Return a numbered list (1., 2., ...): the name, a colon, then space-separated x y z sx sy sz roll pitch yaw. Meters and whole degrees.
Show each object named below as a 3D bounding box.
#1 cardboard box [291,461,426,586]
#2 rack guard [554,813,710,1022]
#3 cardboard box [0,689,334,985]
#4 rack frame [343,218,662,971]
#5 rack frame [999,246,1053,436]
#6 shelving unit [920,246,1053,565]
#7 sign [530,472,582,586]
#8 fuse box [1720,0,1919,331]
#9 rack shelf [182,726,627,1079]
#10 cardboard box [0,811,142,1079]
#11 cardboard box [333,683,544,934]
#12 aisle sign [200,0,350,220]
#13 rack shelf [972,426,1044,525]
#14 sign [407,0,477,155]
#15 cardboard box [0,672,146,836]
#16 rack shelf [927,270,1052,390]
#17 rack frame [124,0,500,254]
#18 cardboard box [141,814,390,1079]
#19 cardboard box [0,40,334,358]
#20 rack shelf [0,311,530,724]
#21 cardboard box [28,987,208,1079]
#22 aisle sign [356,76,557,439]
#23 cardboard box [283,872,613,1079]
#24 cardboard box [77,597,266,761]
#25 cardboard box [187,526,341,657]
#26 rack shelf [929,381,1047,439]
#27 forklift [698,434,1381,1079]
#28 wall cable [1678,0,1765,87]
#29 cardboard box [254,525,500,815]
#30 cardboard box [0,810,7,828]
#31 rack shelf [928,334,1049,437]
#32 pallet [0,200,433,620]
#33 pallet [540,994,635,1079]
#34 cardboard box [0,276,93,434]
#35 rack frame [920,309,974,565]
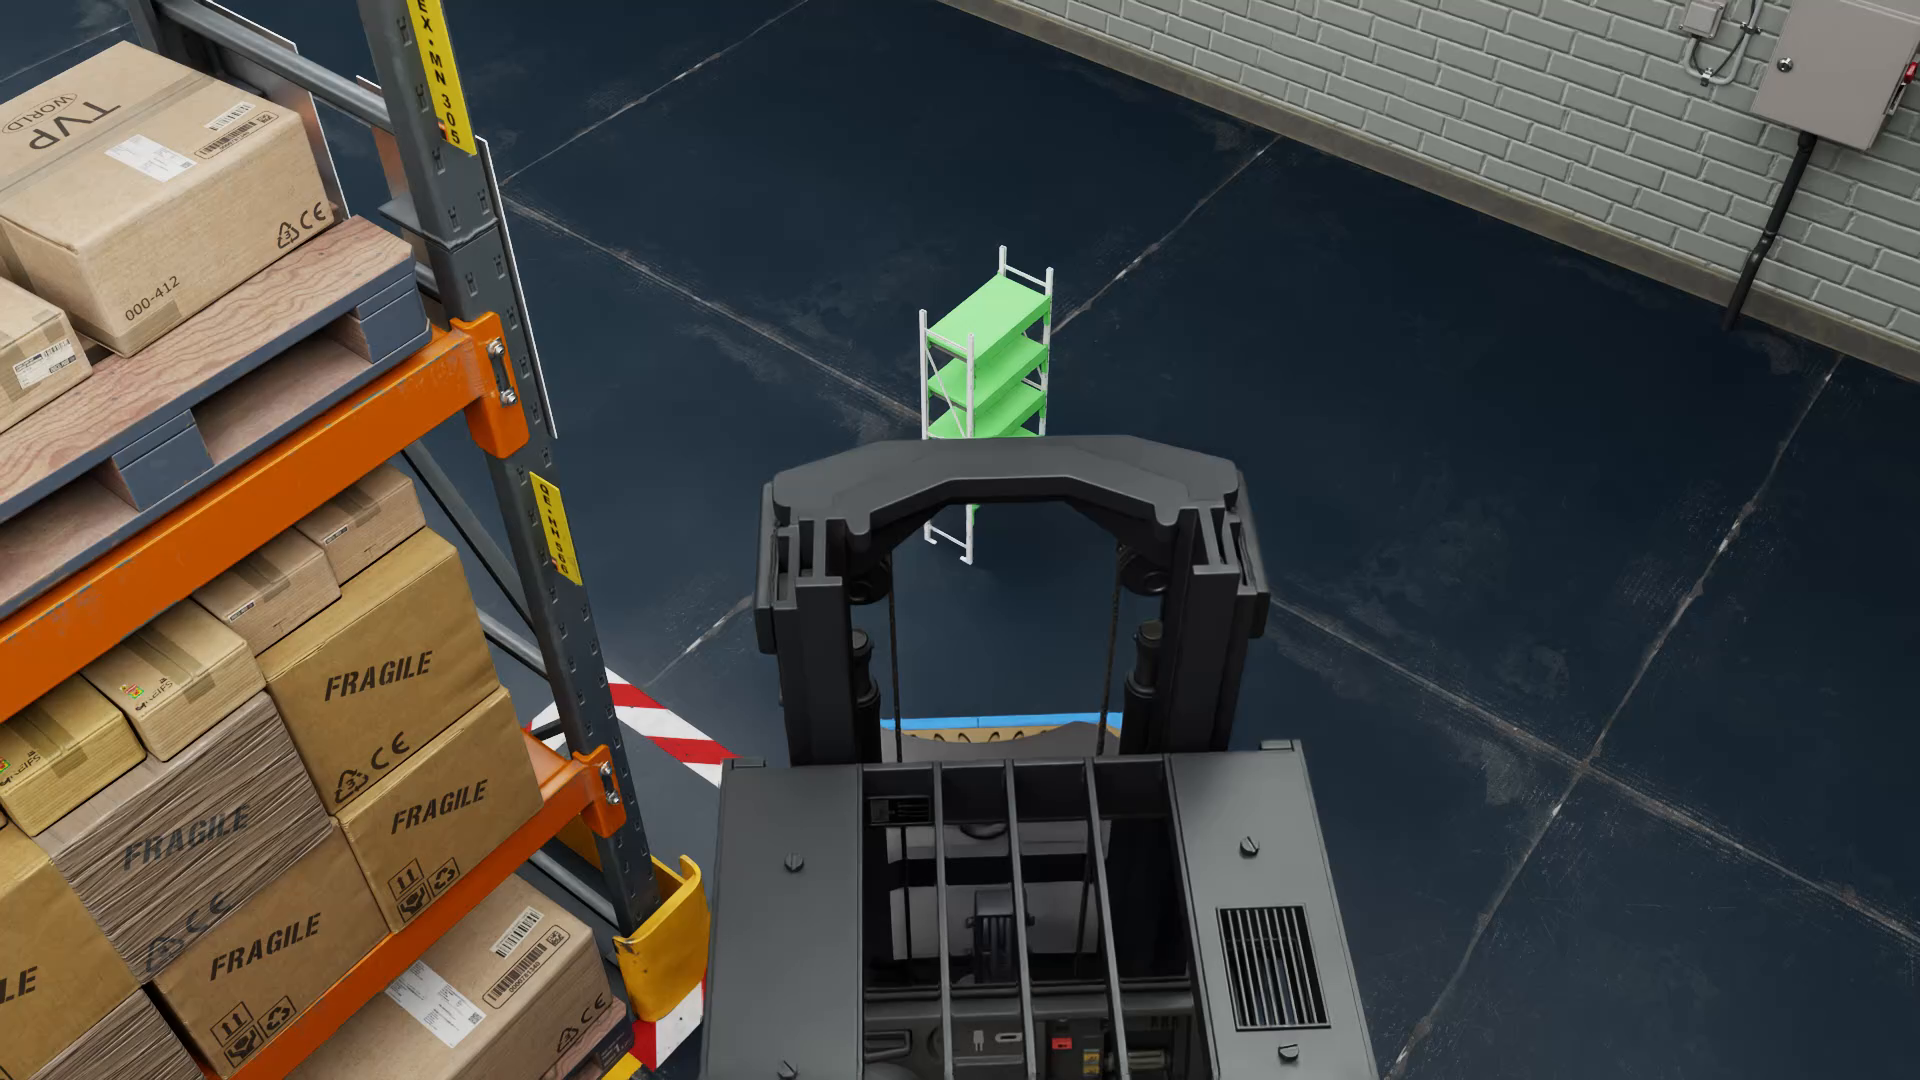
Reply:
1. cardboard box: -1.430 -0.100 3.726 0.380 0.149 0.250 30 53 25
2. rack guard: -1.354 1.060 5.556 1.175 0.500 0.348 29 53 25
3. cardboard box: -1.772 0.524 3.580 0.500 0.500 0.500 29 53 25
4. rack frame: -1.369 0.210 4.639 1.000 3.000 0.127 29 53 25
5. rack frame: 0.250 -0.649 6.705 0.240 1.200 0.015 29 53 25
6. shelving unit: 0.101 -0.509 6.571 0.258 1.200 0.503 29 53 25
7. sign: -0.948 -0.024 3.898 0.100 0.325 0.005 29 53 25
8. fuse box: 3.633 -1.569 7.230 0.539 1.711 0.414 29 53 25
9. rack shelf: -2.592 1.603 3.806 1.077 0.370 4.000 29 53 25
10. cardboard box: -2.077 0.805 3.311 0.500 0.500 0.500 29 53 25
11. cardboard box: -1.454 0.569 4.228 0.500 0.500 0.500 29 53 25
12. aisle sign: -1.554 -0.857 3.861 0.394 0.787 0.004 29 53 25
13. rack shelf: 0.101 -0.299 6.791 0.258 0.148 0.480 29 53 25
14. sign: -0.948 -0.856 3.026 0.100 0.325 0.005 29 53 25
15. cardboard box: -1.844 0.367 3.281 0.380 0.149 0.250 30 53 26
16. rack shelf: 0.101 -0.797 6.270 0.258 0.148 0.480 29 53 25
17. rack frame: -1.369 -1.862 2.470 1.000 3.000 0.127 29 53 25
18. cardboard box: -1.773 0.849 3.960 0.500 0.500 0.500 28 52 24
19. cardboard box: -1.573 -0.656 3.137 0.500 0.250 0.500 25 51 22
20. rack shelf: -2.592 0.567 2.722 1.077 0.370 4.000 29 53 25
21. cardboard box: -2.080 1.148 3.675 0.500 0.500 0.500 31 54 26
22. aisle sign: -1.080 -0.592 3.608 0.394 0.787 0.004 29 53 25
23. cardboard box: -1.693 1.372 5.011 0.875 0.438 0.875 27 52 24
24. cardboard box: -1.657 0.241 3.401 0.380 0.149 0.250 29 53 25
25. cardboard box: -1.566 0.056 3.577 0.380 0.149 0.250 30 53 26
26. rack shelf: 0.101 -0.465 6.618 0.258 0.148 0.480 29 53 25
27. forklift: 0.113 1.319 3.628 1.130 2.935 3.031 -2 46 -2
28. wall cable: 3.189 -2.757 6.771 0.588 1.984 0.122 29 53 25
29. cardboard box: -1.475 0.212 3.878 0.500 0.500 0.500 31 54 26
30. cardboard box: -2.060 0.485 3.168 0.380 0.149 0.250 29 53 25
31. rack shelf: 0.101 -0.631 6.444 0.258 0.148 0.480 29 53 25
32. pallet: -1.814 -0.366 3.177 1.003 0.211 1.213 29 53 25
33. pallet: -1.796 1.666 5.178 1.003 0.211 1.213 29 53 25
34. cardboard box: -1.766 -0.346 2.911 0.380 0.149 0.250 25 51 22
35. rack frame: -0.048 -0.370 6.438 0.240 1.200 0.015 29 53 25
